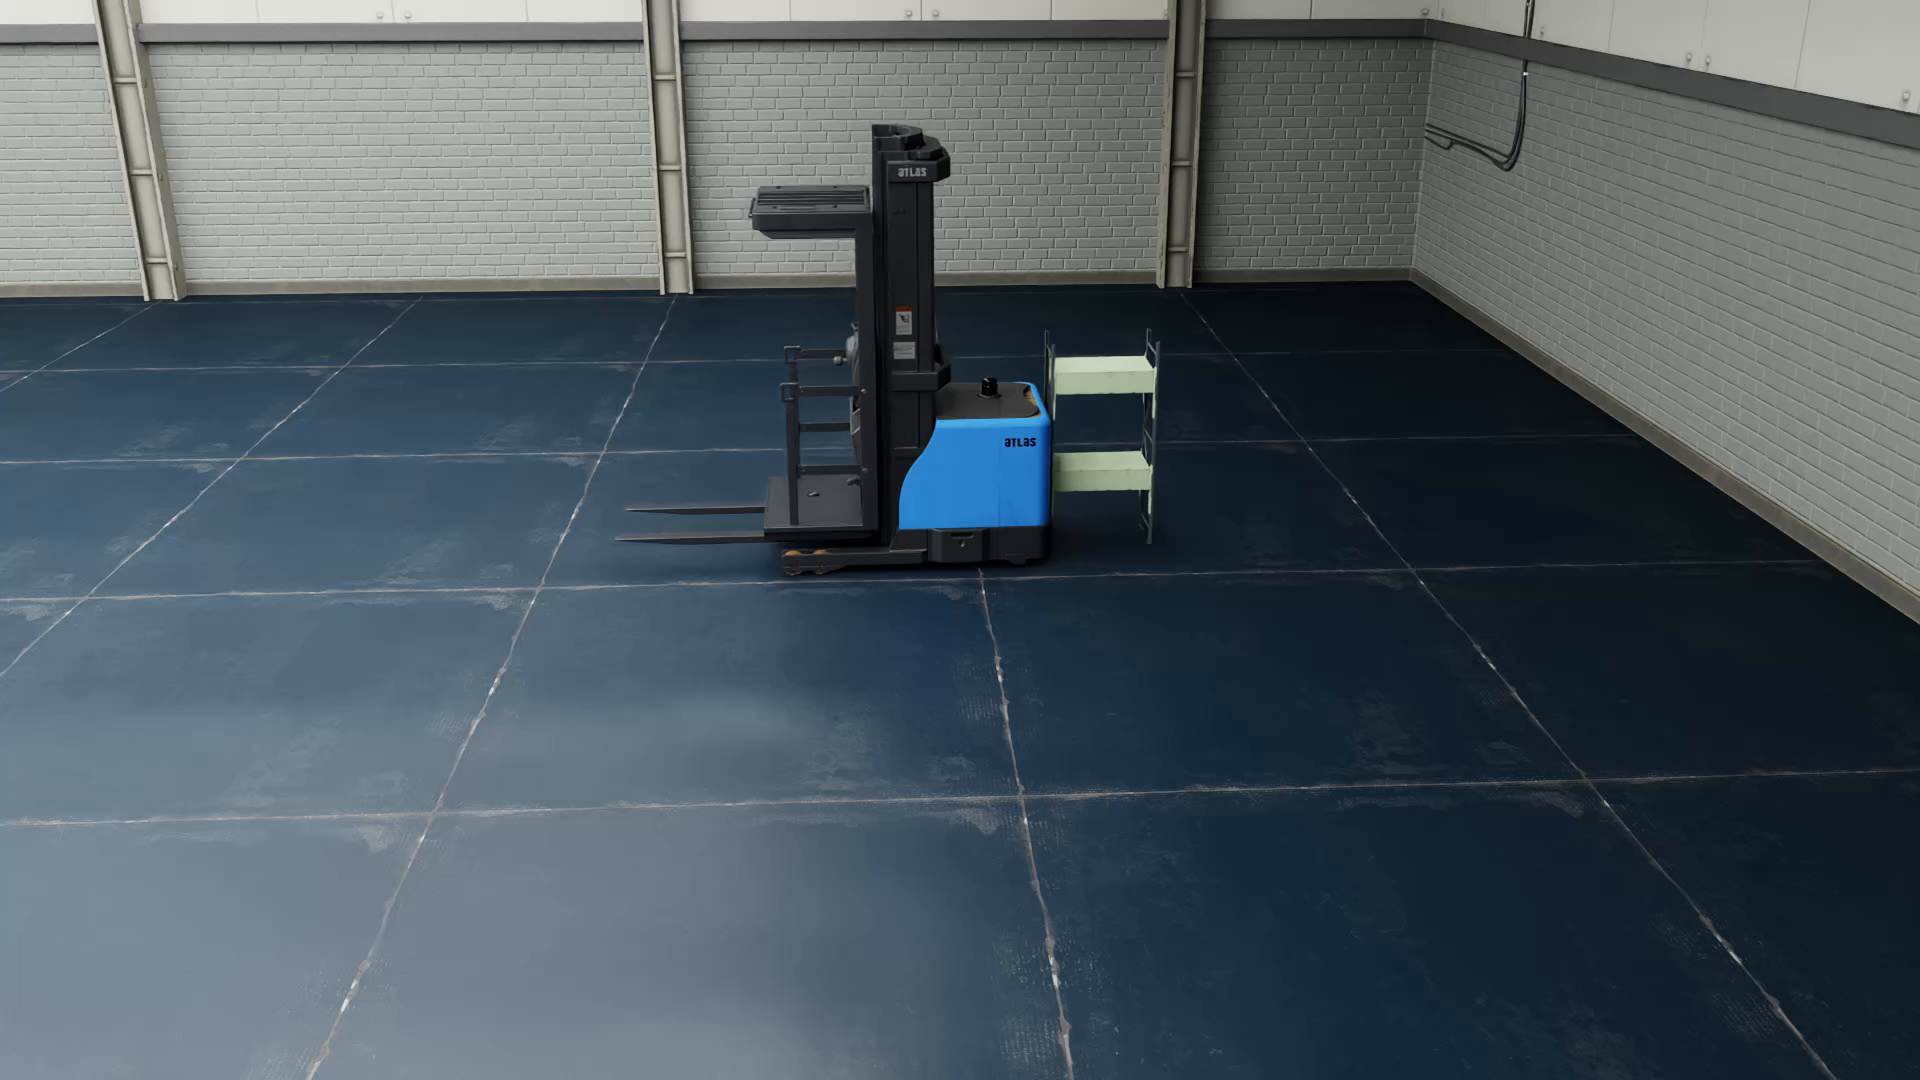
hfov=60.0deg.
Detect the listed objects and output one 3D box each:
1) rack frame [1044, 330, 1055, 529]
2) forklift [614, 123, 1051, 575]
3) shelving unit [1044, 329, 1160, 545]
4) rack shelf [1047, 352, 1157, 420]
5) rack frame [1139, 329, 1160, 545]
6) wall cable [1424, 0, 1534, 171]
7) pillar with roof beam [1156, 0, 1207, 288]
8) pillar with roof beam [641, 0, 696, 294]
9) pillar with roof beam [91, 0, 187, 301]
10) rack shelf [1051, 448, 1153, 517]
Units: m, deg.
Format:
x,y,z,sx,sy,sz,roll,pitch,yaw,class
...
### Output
x,y,z,sx,sy,sz,roll,pitch,yaw,class
0.631,-0.718,11.898,0.023,1.500,0.400,-1,21,-4,rack frame
-0.906,-1.323,11.476,3.031,2.935,1.130,-1,21,-4,forklift
0.996,-0.727,11.923,0.755,1.500,0.431,-1,21,-4,shelving unit
0.996,-1.092,11.784,0.720,0.370,0.431,-1,21,-4,rack shelf
1.361,-0.737,11.948,0.023,1.500,0.400,-1,21,-4,rack frame
5.625,-5.451,18.155,0.112,2.526,3.097,-1,21,-3,wall cable
2.854,-5.783,14.663,0.400,9.000,9.100,-1,21,-3,pillar with roof beam
-3.136,-5.661,14.343,0.400,9.000,9.100,-1,21,-3,pillar with roof beam
-9.126,-5.539,14.023,0.400,9.000,9.100,-1,21,-3,pillar with roof beam
0.996,-0.422,12.039,0.720,0.370,0.431,-1,21,-4,rack shelf
